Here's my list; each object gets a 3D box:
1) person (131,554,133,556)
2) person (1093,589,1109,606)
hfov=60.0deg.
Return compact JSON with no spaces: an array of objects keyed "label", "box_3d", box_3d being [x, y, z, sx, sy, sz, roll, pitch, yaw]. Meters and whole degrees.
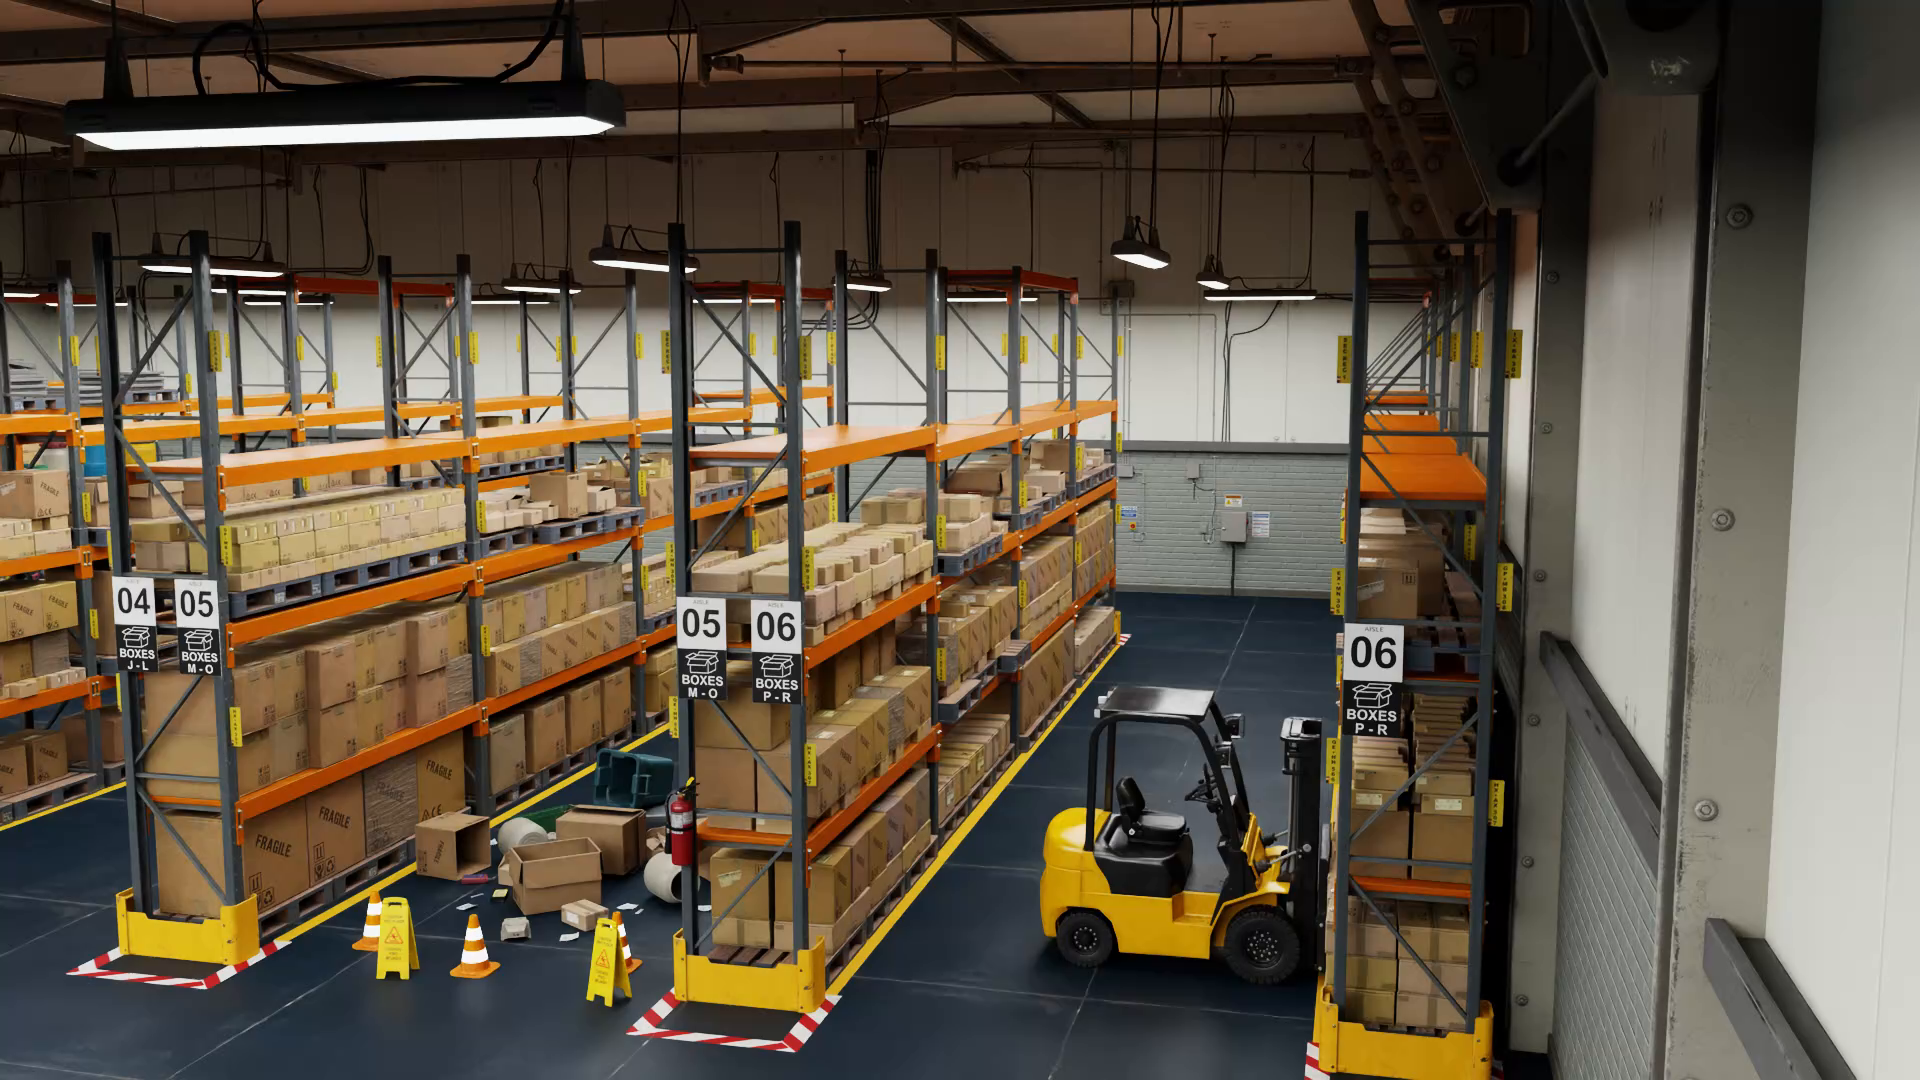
[{"label":"person","box_3d":[-14.349,0.782,28.898,0.638,1.741,0.879,4,8,29]},{"label":"person","box_3d":[2.345,0.478,31.325,1.006,1.759,0.570,-1,7,-7]}]
